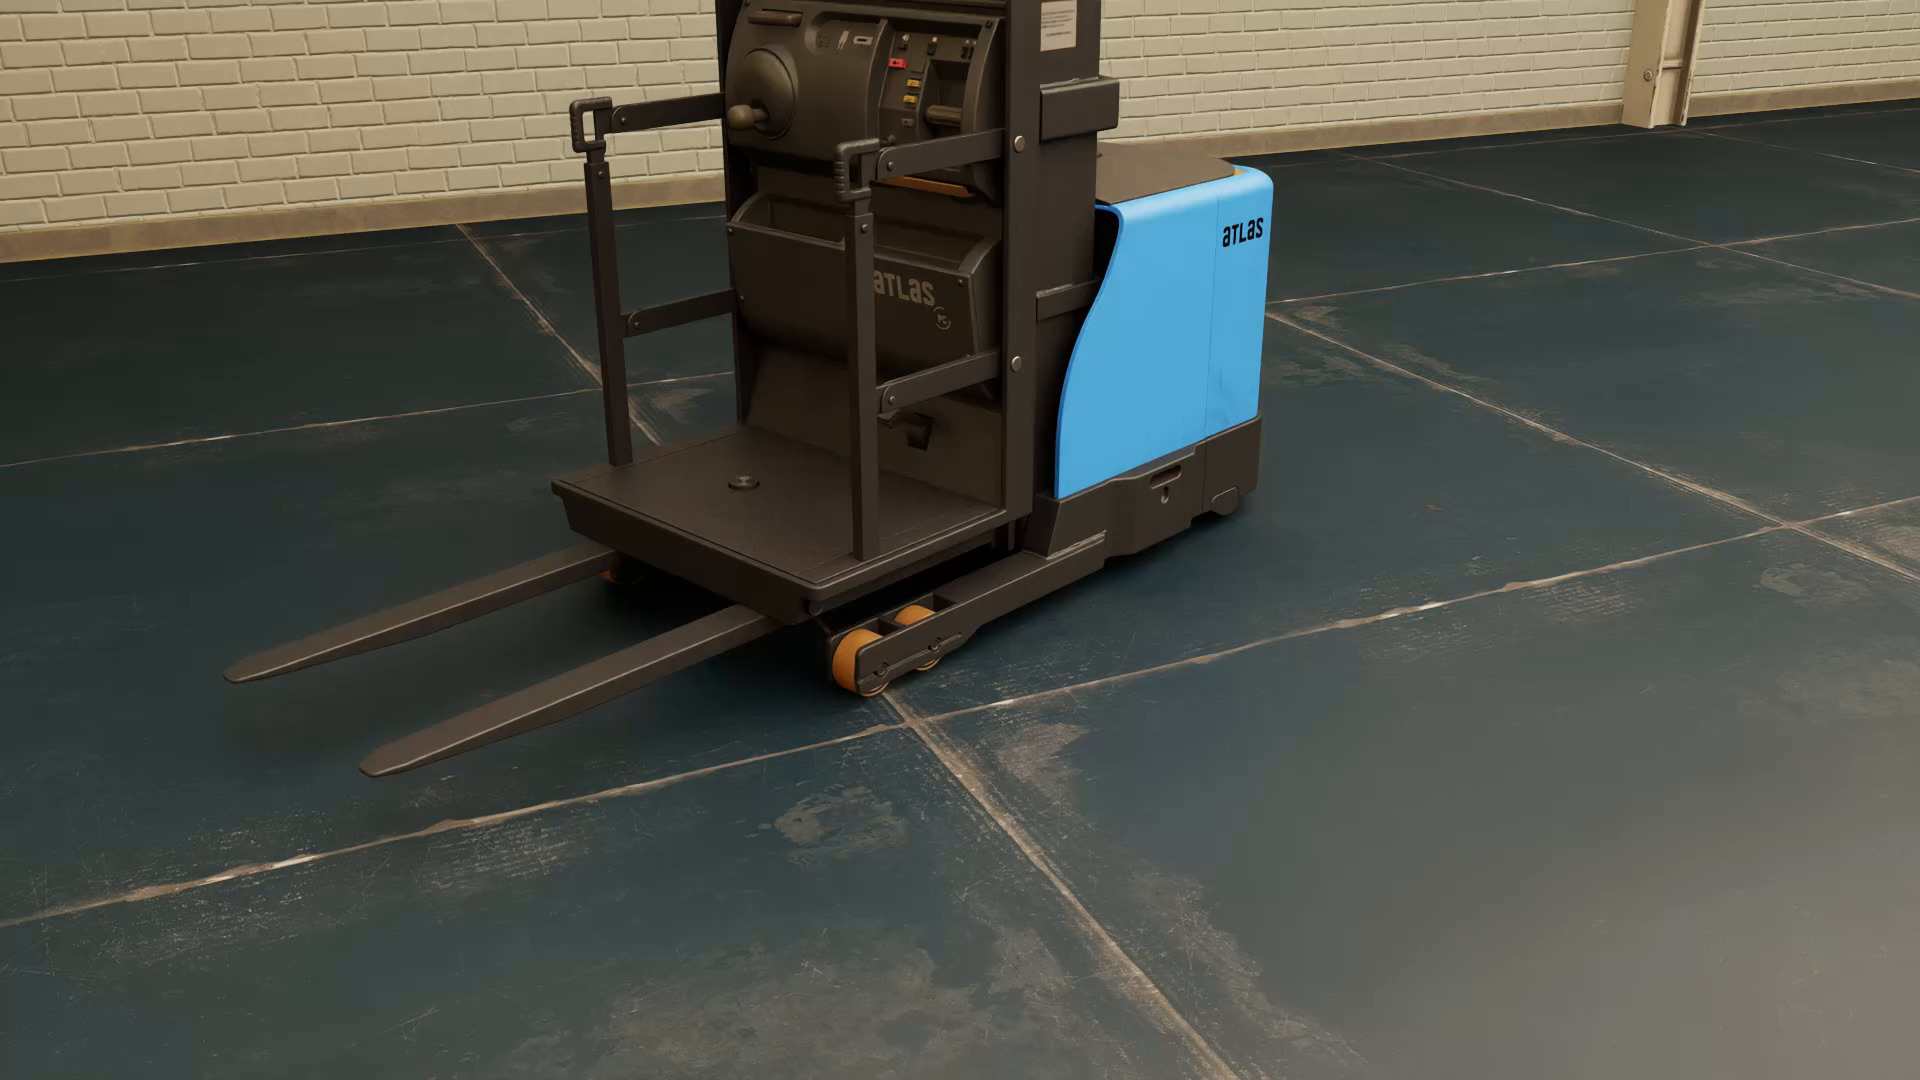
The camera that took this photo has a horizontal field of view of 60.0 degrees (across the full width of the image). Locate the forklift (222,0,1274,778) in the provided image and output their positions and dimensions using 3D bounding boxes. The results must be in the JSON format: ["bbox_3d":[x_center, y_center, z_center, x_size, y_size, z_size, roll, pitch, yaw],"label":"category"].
[{"bbox_3d":[-0.413,-1.182,4.131,1.130,2.935,3.031,19,29,39],"label":"forklift"}]
